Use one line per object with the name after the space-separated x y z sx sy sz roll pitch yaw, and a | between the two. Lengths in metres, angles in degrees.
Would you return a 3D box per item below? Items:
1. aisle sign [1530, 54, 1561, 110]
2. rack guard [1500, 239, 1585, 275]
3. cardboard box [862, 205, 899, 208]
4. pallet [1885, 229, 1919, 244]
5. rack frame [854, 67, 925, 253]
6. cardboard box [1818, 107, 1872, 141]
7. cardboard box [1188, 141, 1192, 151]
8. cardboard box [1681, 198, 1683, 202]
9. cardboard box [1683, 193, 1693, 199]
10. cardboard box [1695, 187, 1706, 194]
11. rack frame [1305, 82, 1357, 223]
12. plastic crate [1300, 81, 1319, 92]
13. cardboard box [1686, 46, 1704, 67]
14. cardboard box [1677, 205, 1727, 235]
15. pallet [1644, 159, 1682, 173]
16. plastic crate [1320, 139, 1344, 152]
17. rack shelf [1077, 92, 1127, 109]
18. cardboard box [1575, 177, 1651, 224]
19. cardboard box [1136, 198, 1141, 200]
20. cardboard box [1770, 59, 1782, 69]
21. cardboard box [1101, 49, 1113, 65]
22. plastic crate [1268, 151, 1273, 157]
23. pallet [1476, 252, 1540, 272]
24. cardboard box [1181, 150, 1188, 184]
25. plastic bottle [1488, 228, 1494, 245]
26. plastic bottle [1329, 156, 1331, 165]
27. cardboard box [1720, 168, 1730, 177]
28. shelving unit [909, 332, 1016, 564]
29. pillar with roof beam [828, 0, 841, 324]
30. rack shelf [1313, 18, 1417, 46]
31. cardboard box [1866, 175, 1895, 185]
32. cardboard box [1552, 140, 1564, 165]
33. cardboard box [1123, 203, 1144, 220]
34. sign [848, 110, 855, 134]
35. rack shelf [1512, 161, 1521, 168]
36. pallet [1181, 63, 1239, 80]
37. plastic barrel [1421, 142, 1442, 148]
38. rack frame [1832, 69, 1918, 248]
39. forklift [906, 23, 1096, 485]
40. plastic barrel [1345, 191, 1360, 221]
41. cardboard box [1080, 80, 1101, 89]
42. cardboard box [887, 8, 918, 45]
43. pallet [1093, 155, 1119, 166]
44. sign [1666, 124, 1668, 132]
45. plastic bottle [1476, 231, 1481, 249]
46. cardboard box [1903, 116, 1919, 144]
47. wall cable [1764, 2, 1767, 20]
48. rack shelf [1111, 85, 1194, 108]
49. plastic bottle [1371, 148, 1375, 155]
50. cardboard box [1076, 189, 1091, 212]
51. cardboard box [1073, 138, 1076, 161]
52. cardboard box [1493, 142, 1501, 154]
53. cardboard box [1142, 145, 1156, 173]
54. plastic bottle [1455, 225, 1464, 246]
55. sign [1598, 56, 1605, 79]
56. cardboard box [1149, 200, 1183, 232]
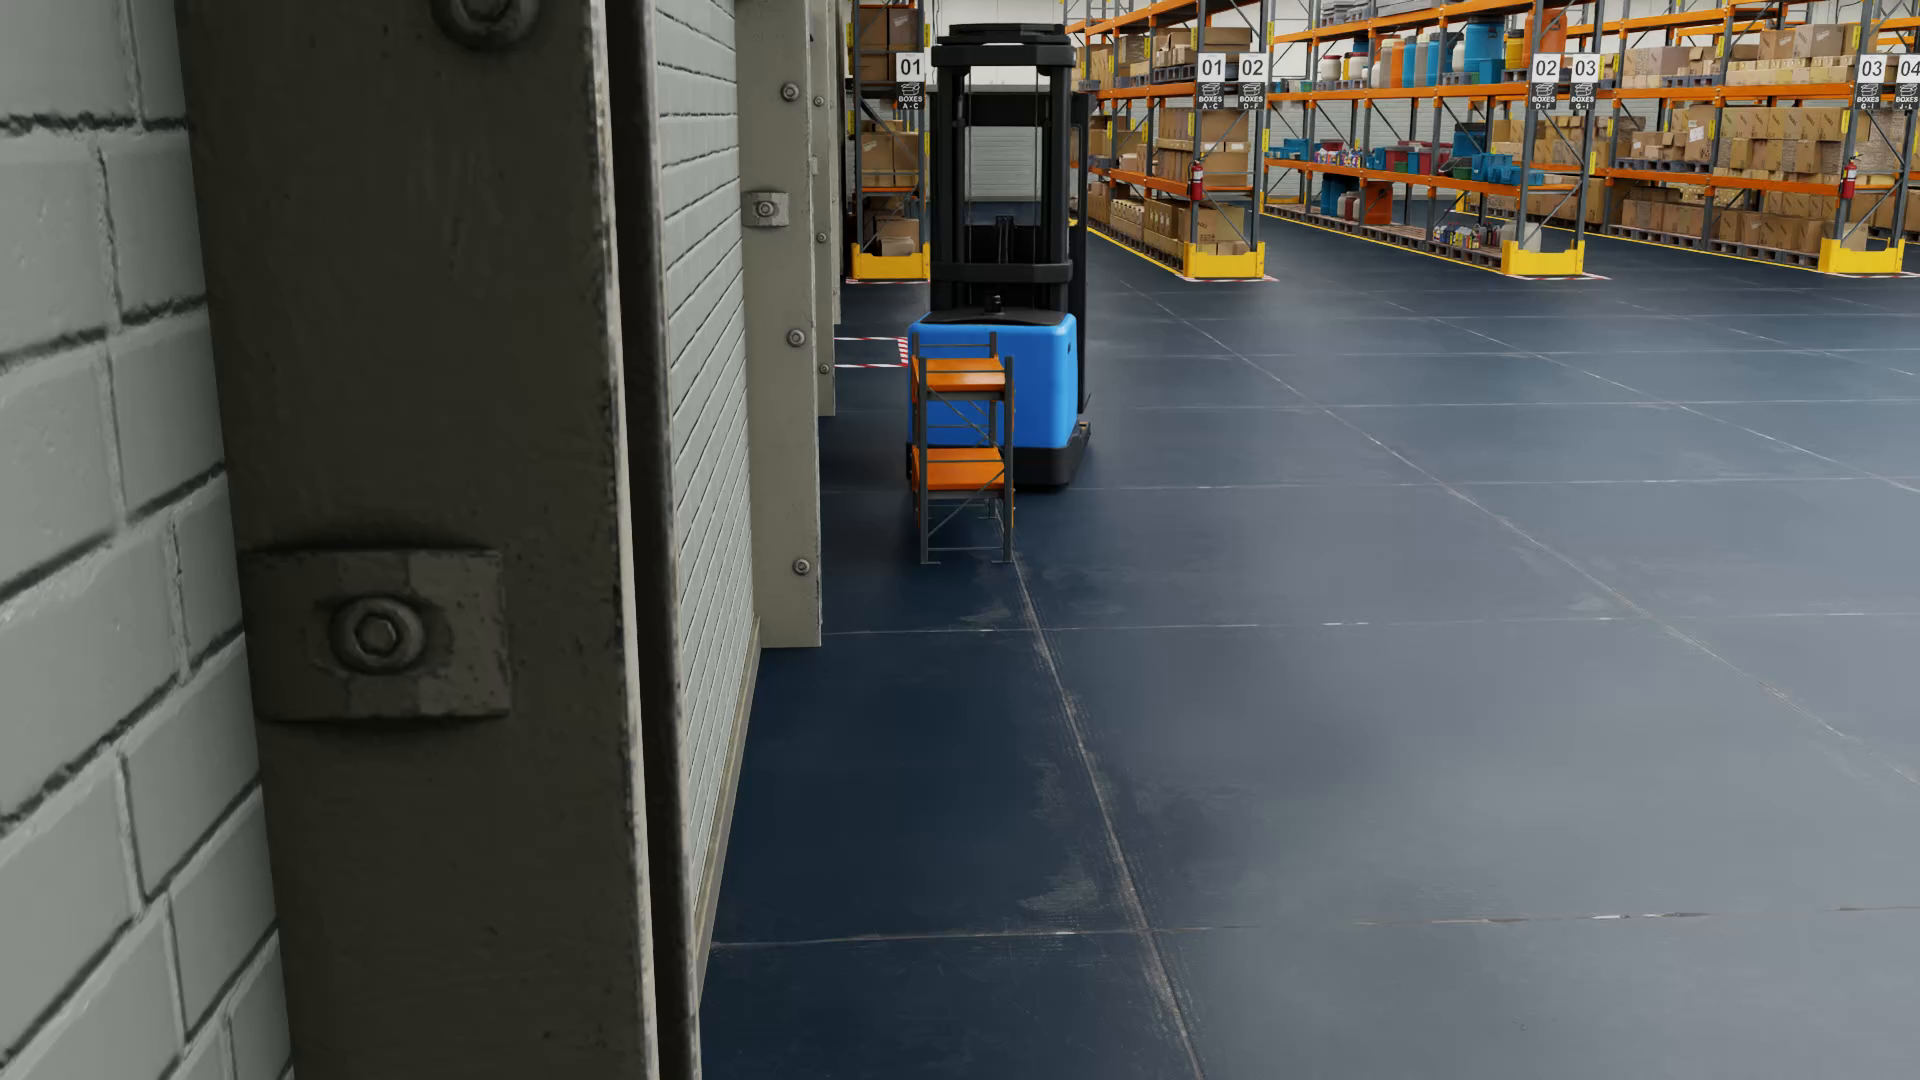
8.582 -6.716 24.393 0.394 0.787 0.004 -1 14 -3 | aisle sign
8.822 -4.287 25.186 1.175 0.500 0.348 -1 14 -3 | rack guard
-1.438 -5.888 30.523 0.700 0.500 0.500 -1 14 -4 | cardboard box
18.324 -5.747 31.439 1.003 0.211 1.213 -1 14 -3 | pallet
-1.014 -5.327 24.210 1.000 3.000 0.127 -1 14 -3 | rack frame
13.537 -6.366 25.444 0.500 0.500 0.500 -1 14 -3 | cardboard box
3.682 -5.988 25.275 0.380 0.149 0.250 -1 14 -4 | cardboard box
17.616 -8.149 40.057 0.380 0.149 0.250 -1 14 -3 | cardboard box
17.531 -8.225 39.757 0.380 0.149 0.250 0 14 -2 | cardboard box
17.577 -8.235 39.198 0.380 0.149 0.250 -1 14 -3 | cardboard box
8.130 -8.464 36.403 1.000 3.000 0.127 -1 14 -3 | rack frame
7.755 -10.057 36.911 0.416 0.233 0.300 -1 14 -3 | plastic crate
13.659 -8.924 30.965 0.500 0.500 0.500 -1 14 -2 | cardboard box
13.542 -5.825 30.281 0.700 0.500 0.500 -1 14 -4 | cardboard box
13.485 -6.961 30.947 1.003 0.211 1.213 -1 14 -3 | pallet
8.325 -8.750 37.266 0.402 0.464 0.583 -1 14 -3 | plastic crate
3.062 -9.990 37.759 1.077 0.370 4.000 -1 14 -3 | rack shelf
13.300 -6.892 33.715 1.225 0.875 0.875 -2 15 -6 | cardboard box
3.691 -6.514 32.957 0.500 0.500 0.500 0 14 -1 | cardboard box
13.400 -7.715 26.972 0.380 0.149 0.250 -1 14 -5 | cardboard box
3.229 -9.683 33.878 0.600 0.600 0.600 -1 15 -6 | cardboard box
7.507 -9.213 39.722 0.250 0.136 0.298 -1 14 -3 | plastic crate
8.777 -4.350 26.008 1.003 0.211 1.213 -1 14 -3 | pallet
3.851 -5.823 25.938 0.700 0.500 0.500 -1 14 -3 | cardboard box
8.885 -5.080 27.820 0.061 0.283 0.133 -1 14 -3 | plastic bottle
7.816 -7.987 34.949 0.097 0.201 0.097 0 14 0 | plastic bottle
13.285 -6.309 28.531 0.380 0.149 0.250 -1 14 -3 | cardboard box
0.000 -0.546 9.393 0.538 1.125 1.048 -1 14 -3 | shelving unit
2.748 -6.967 18.546 9.100 9.000 0.400 -1 14 -3 | pillar with roof beam
8.254 -10.330 33.862 1.077 0.370 4.000 -1 14 -3 | rack shelf
14.038 -5.509 25.423 0.380 0.149 0.250 -1 14 -3 | cardboard box
12.915 -8.221 35.259 0.500 0.500 0.500 -1 14 -5 | cardboard box
3.276 -6.017 30.443 0.500 0.311 0.500 -1 14 -4 | cardboard box
-1.569 -6.037 24.012 0.100 0.325 0.005 -1 14 -3 | sign
12.950 -8.690 38.723 1.077 0.370 4.000 -1 14 -3 | rack shelf
3.912 -6.990 24.833 1.003 0.211 1.213 -1 14 -3 | pallet
8.713 -7.072 30.719 0.433 0.535 0.433 0 14 0 | plastic barrel
13.817 -5.556 25.101 1.000 3.000 0.127 -1 14 -3 | rack frame
0.370 -2.087 11.755 1.130 2.935 3.031 2 15 8 | forklift
8.261 -6.907 34.349 0.600 0.588 0.708 -1 14 -3 | plastic barrel
2.891 -9.886 36.209 0.500 0.250 0.500 -1 14 -3 | cardboard box
-0.796 -7.421 24.084 0.500 0.500 0.500 -2 15 -7 | cardboard box
3.309 -7.784 34.147 1.003 0.211 1.213 -1 14 -3 | pallet
17.241 -9.998 40.626 0.100 0.325 0.005 -1 14 -3 | sign
8.440 -4.892 27.089 0.061 0.283 0.133 -1 14 -3 | plastic bottle
18.363 -7.765 31.478 0.700 0.500 0.500 -1 14 -4 | cardboard box
22.083 -14.004 45.895 0.463 3.000 0.029 -1 14 -3 | wall cable
3.558 -8.001 30.026 1.077 0.370 4.000 -1 14 -3 | rack shelf
8.582 -7.943 34.476 0.144 0.351 0.185 -1 14 -3 | plastic bottle
2.868 -7.528 36.900 0.500 0.500 0.500 -1 14 -3 | cardboard box
2.832 -8.813 37.560 0.500 0.500 0.500 -1 14 -2 | cardboard box
12.690 -9.099 38.577 0.500 0.250 0.500 -1 14 -5 | cardboard box
3.587 -6.894 30.101 0.500 0.500 0.500 -1 14 -3 | cardboard box
8.300 -5.045 27.547 0.144 0.351 0.185 -1 14 -4 | plastic bottle
9.423 -6.944 24.458 0.100 0.325 0.005 -1 14 -3 | sign
3.437 -5.390 27.624 0.500 0.500 0.500 -1 14 -3 | cardboard box
